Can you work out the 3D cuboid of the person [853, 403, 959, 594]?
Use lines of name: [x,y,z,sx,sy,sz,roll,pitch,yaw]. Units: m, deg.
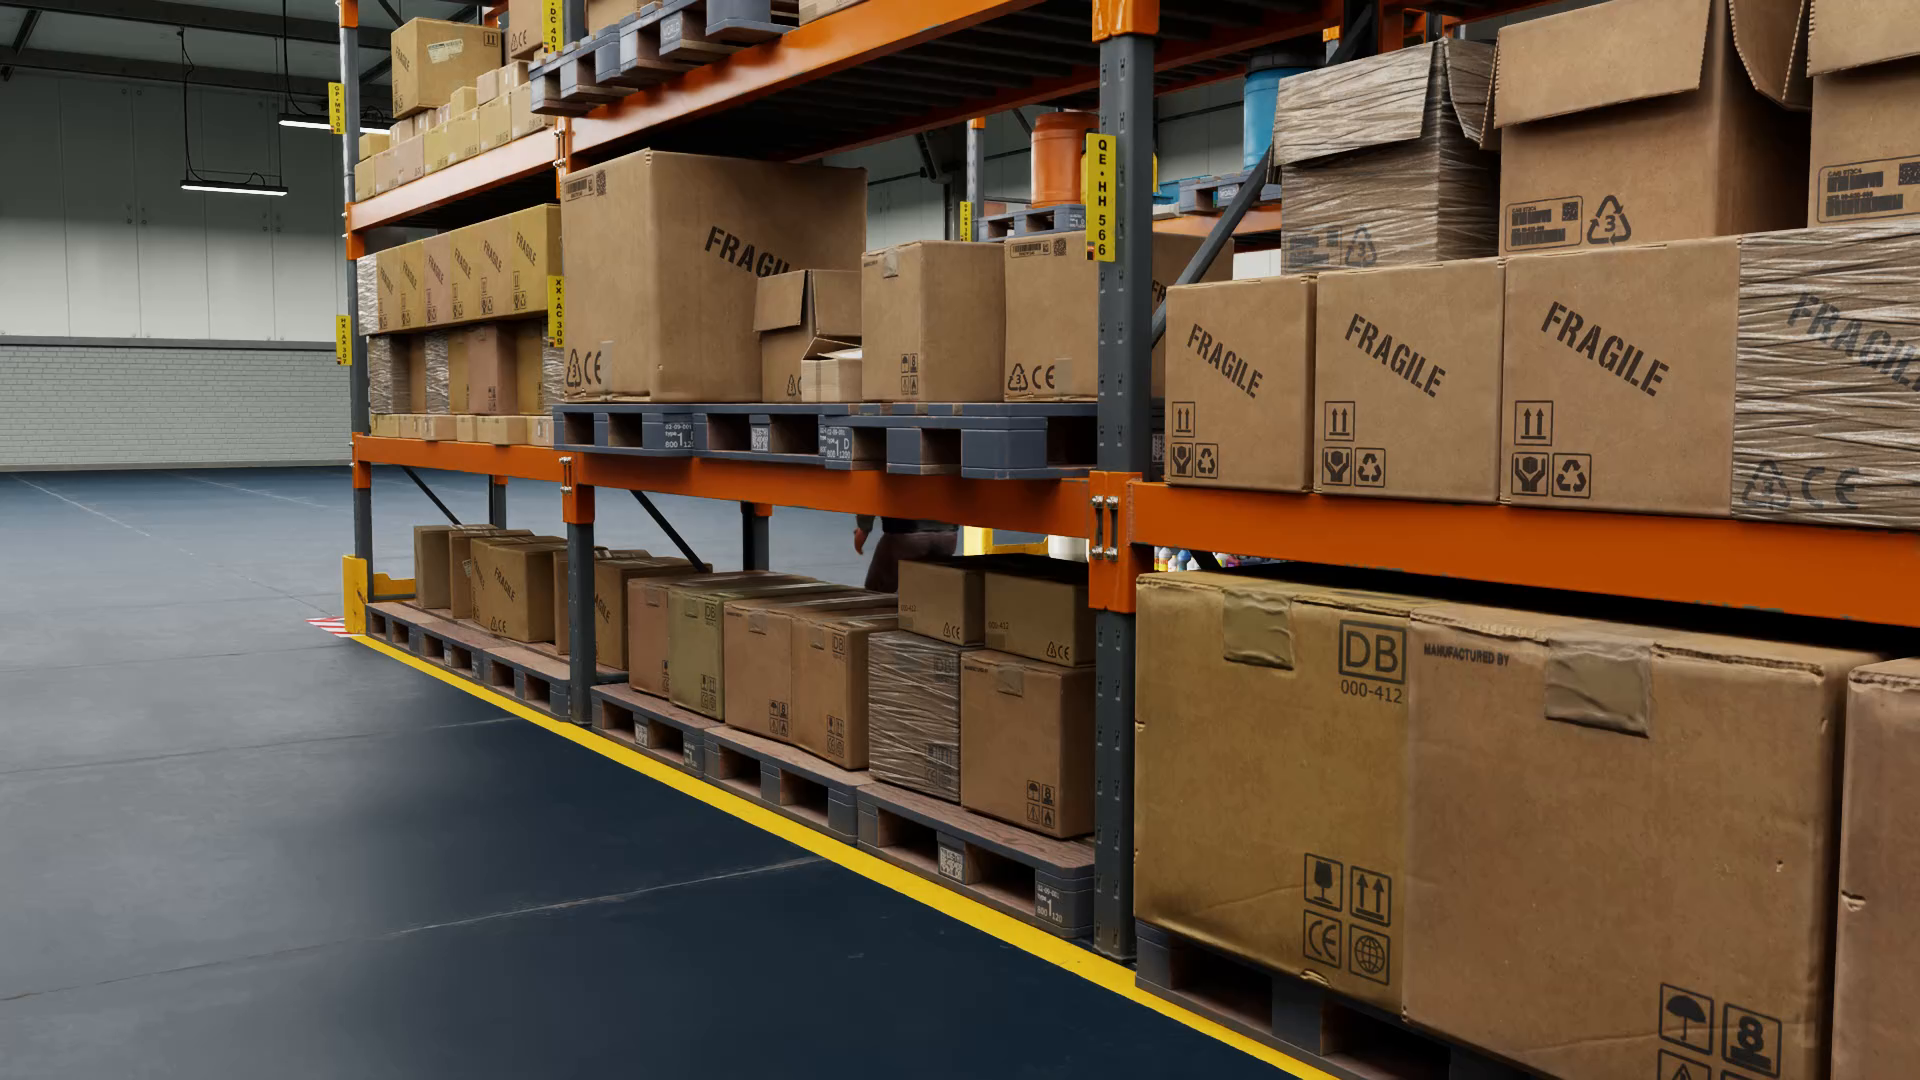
person: [-0.293,-0.024,9.110,0.578,1.596,0.532,-3,5,-33]
